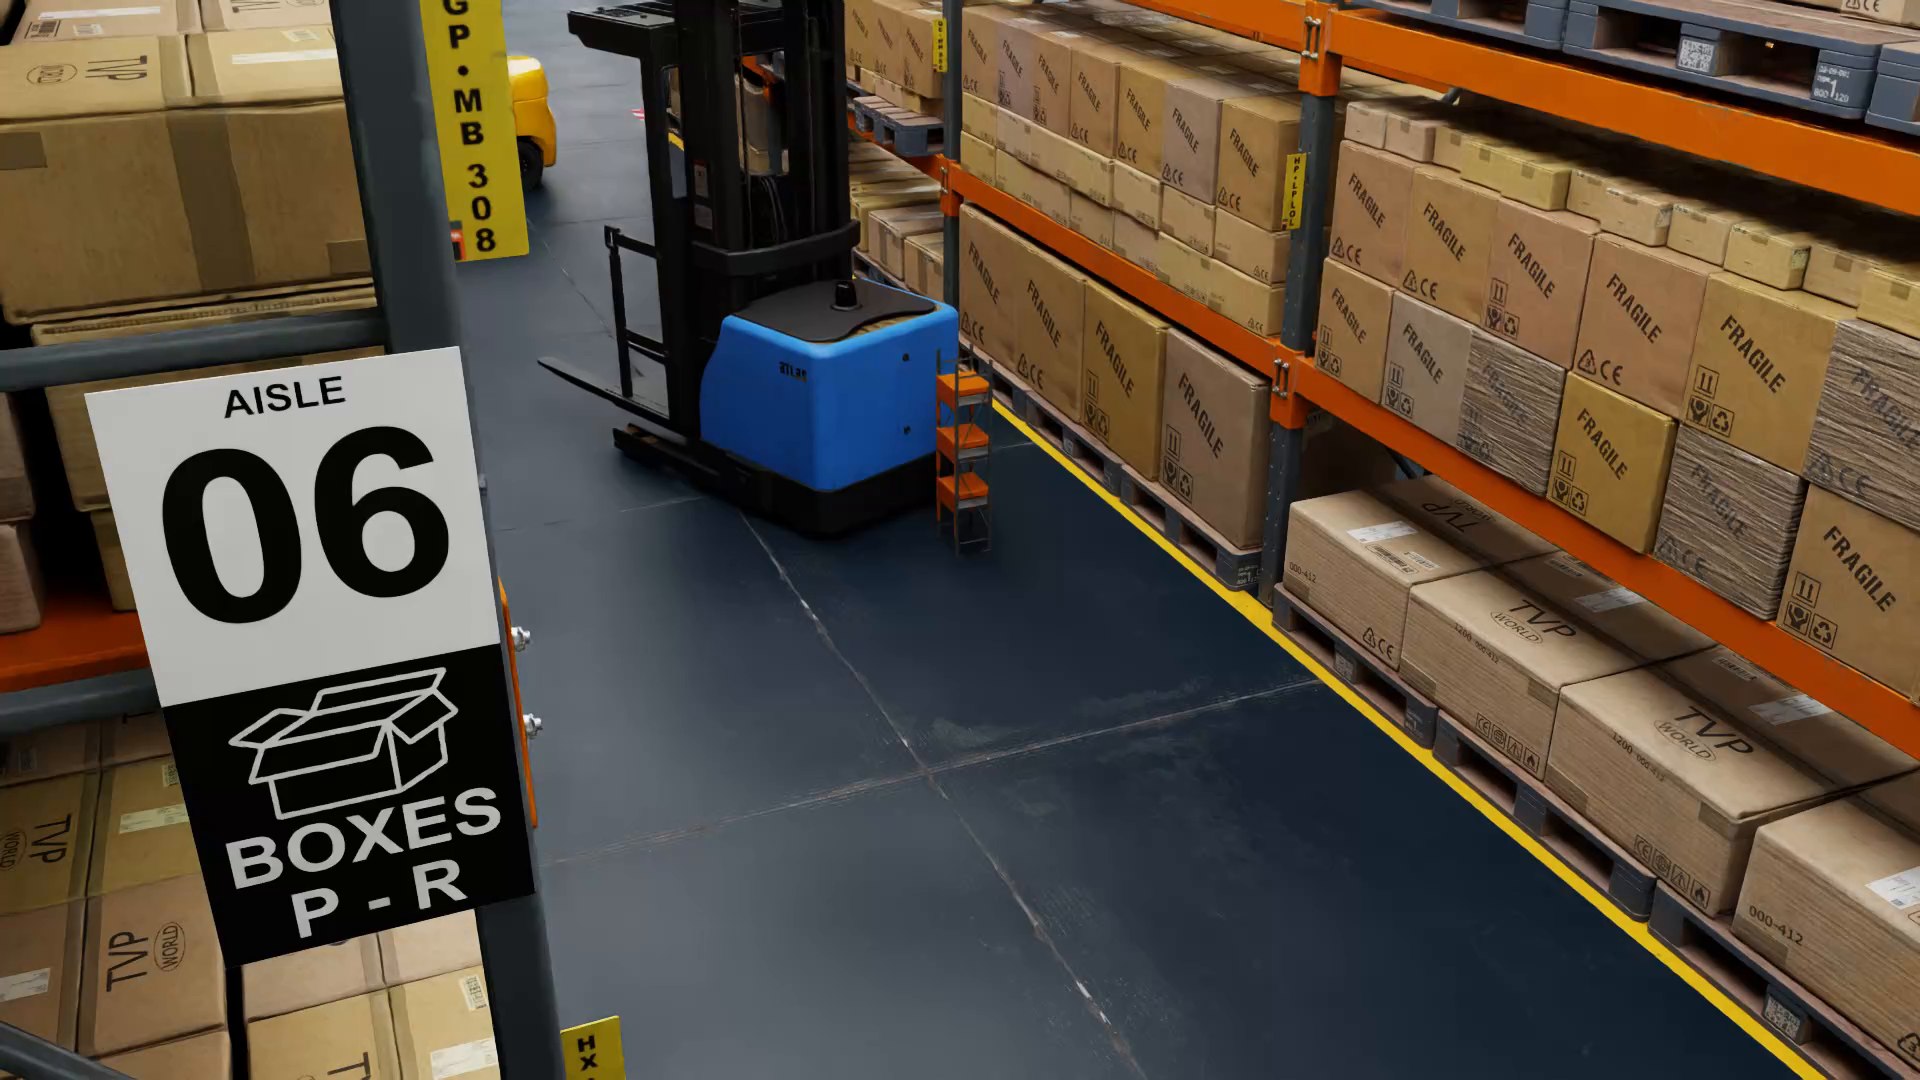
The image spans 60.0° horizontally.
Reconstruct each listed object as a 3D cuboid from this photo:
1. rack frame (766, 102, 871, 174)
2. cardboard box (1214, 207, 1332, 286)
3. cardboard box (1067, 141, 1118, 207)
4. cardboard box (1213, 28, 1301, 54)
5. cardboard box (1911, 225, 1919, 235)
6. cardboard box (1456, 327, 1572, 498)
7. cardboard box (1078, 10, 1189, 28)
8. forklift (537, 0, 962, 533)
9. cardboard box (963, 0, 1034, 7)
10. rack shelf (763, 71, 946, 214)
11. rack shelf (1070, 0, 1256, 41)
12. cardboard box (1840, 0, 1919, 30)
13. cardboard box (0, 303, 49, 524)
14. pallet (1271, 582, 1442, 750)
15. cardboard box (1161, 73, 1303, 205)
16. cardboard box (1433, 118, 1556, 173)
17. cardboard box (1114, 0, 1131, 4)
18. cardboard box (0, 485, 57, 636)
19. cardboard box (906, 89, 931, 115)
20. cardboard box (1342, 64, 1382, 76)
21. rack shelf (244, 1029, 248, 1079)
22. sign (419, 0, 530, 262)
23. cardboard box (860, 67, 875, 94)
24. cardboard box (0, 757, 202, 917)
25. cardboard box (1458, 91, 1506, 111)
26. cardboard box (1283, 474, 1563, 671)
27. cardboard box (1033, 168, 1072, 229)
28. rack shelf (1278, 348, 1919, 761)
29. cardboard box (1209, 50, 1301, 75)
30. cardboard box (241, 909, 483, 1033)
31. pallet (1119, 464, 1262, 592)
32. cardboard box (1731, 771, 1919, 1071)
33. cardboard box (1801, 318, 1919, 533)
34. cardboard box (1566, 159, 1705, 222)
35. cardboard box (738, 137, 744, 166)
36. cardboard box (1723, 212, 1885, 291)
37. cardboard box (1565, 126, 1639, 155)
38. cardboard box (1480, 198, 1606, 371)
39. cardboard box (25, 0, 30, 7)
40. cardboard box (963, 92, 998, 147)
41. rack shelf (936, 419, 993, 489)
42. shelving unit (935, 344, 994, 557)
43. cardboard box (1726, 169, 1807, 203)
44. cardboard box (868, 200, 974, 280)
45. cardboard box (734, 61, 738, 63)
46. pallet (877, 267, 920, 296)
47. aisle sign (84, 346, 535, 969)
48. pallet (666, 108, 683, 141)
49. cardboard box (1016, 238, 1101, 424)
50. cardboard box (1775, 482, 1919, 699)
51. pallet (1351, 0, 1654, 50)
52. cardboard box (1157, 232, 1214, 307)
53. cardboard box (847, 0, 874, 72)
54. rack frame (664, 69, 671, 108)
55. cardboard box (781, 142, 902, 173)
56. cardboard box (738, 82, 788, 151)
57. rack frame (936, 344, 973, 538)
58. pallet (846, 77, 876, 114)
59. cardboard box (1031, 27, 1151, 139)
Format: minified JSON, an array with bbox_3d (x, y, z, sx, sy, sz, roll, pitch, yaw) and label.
[{"bbox_3d":[-1.193,-4.345,14.230,1.000,3.000,0.127,-11,28,-21],"label":"rack frame"},{"bbox_3d":[1.543,-1.409,7.817,0.500,0.250,0.500,-11,28,-21],"label":"cardboard box"},{"bbox_3d":[0.916,-2.021,9.072,0.500,0.250,0.500,-10,28,-20],"label":"cardboard box"},{"bbox_3d":[3.140,-4.736,16.974,0.875,0.875,0.875,-10,28,-20],"label":"cardboard box"},{"bbox_3d":[3.186,-0.895,5.172,0.380,0.149,0.250,-10,28,-20],"label":"cardboard box"},{"bbox_3d":[2.264,-0.520,6.282,0.500,0.500,0.500,-10,28,-20],"label":"cardboard box"},{"bbox_3d":[1.025,-2.855,9.924,0.500,0.500,0.500,-10,28,-20],"label":"cardboard box"},{"bbox_3d":[-1.389,-1.899,9.298,3.031,2.935,1.130,24,35,39],"label":"forklift"},{"bbox_3d":[0.199,-3.528,11.625,0.500,0.500,0.500,-9,27,-18],"label":"cardboard box"},{"bbox_3d":[-0.410,-3.214,12.734,1.077,0.370,4.000,-11,28,-21],"label":"rack shelf"},{"bbox_3d":[2.538,-5.720,17.867,1.077,0.370,4.000,-11,28,-21],"label":"rack shelf"},{"bbox_3d":[2.966,-1.655,4.810,0.500,0.311,0.500,-10,28,-20],"label":"cardboard box"},{"bbox_3d":[-1.484,-0.193,2.139,0.500,0.250,0.500,-11,28,-22],"label":"cardboard box"},{"bbox_3d":[2.165,0.458,7.571,1.003,0.211,1.213,-11,28,-21],"label":"pallet"},{"bbox_3d":[1.324,-1.954,8.080,0.500,0.500,0.500,-10,28,-20],"label":"cardboard box"},{"bbox_3d":[2.078,-1.532,6.476,0.380,0.149,0.250,-11,28,-21],"label":"cardboard box"},{"bbox_3d":[2.082,-5.822,19.199,0.875,0.875,0.875,-10,28,-20],"label":"cardboard box"},{"bbox_3d":[-1.398,0.030,2.138,0.380,0.149,0.250,-10,28,-19],"label":"cardboard box"},{"bbox_3d":[-0.143,-2.993,11.270,0.380,0.149,0.250,-10,28,-20],"label":"cardboard box"},{"bbox_3d":[3.648,-4.179,15.975,1.050,0.750,0.750,-11,28,-21],"label":"cardboard box"},{"bbox_3d":[-1.843,0.870,4.369,1.077,0.370,4.000,-11,28,-21],"label":"rack shelf"},{"bbox_3d":[-0.561,-0.480,1.899,0.100,0.325,0.005,-11,28,-21],"label":"sign"},{"bbox_3d":[-0.495,-3.299,11.896,0.380,0.149,0.250,-10,28,-20],"label":"cardboard box"},{"bbox_3d":[-1.875,0.739,3.650,0.500,0.250,0.500,-10,28,-19],"label":"cardboard box"},{"bbox_3d":[2.353,-1.831,7.089,0.380,0.149,0.250,-11,28,-22],"label":"cardboard box"},{"bbox_3d":[2.087,0.119,7.528,0.875,0.438,0.875,-11,28,-21],"label":"cardboard box"},{"bbox_3d":[0.751,-2.005,9.608,0.500,0.250,0.500,-10,28,-19],"label":"cardboard box"},{"bbox_3d":[2.723,0.016,6.119,1.077,0.370,4.000,-11,28,-21],"label":"rack shelf"},{"bbox_3d":[1.613,-2.240,8.665,0.500,0.500,0.500,-11,28,-22],"label":"cardboard box"},{"bbox_3d":[-1.187,0.855,3.412,0.500,0.250,0.500,-10,28,-20],"label":"cardboard box"},{"bbox_3d":[1.568,-0.161,8.838,1.003,0.211,1.213,-11,28,-21],"label":"pallet"},{"bbox_3d":[3.155,1.213,5.288,0.875,0.438,0.875,-12,28,-22],"label":"cardboard box"},{"bbox_3d":[2.866,-0.354,4.803,0.500,0.500,0.500,-10,28,-20],"label":"cardboard box"},{"bbox_3d":[2.371,-1.222,5.841,0.380,0.149,0.250,-11,28,-21],"label":"cardboard box"},{"bbox_3d":[-1.890,-3.704,15.572,0.500,0.250,0.500,-11,28,-22],"label":"cardboard box"},{"bbox_3d":[2.631,-0.902,5.186,0.380,0.149,0.250,-10,28,-19],"label":"cardboard box"},{"bbox_3d":[2.561,-1.505,6.420,0.380,0.149,0.250,-11,28,-21],"label":"cardboard box"},{"bbox_3d":[2.285,-0.962,6.047,0.500,0.500,0.500,-10,28,-20],"label":"cardboard box"},{"bbox_3d":[-1.394,-0.916,3.051,0.500,0.250,0.500,-11,28,-21],"label":"cardboard box"},{"bbox_3d":[0.344,-2.640,10.340,0.500,0.250,0.500,-11,28,-21],"label":"cardboard box"},{"bbox_3d":[0.021,-0.441,8.480,0.215,0.259,0.240,-11,28,-21],"label":"rack shelf"},{"bbox_3d":[0.021,-0.450,8.475,0.215,1.050,0.252,-11,28,-21],"label":"shelving unit"},{"bbox_3d":[2.905,-1.208,5.812,0.380,0.149,0.250,-11,28,-21],"label":"cardboard box"},{"bbox_3d":[-0.135,-2.264,12.485,0.950,0.372,0.625,-11,28,-22],"label":"cardboard box"},{"bbox_3d":[-2.291,-4.453,16.252,0.500,0.500,0.500,-10,28,-20],"label":"cardboard box"},{"bbox_3d":[0.068,-1.793,12.181,1.003,0.211,1.213,-11,28,-21],"label":"pallet"},{"bbox_3d":[-0.763,0.163,2.034,0.394,0.787,0.004,-11,28,-21],"label":"aisle sign"},{"bbox_3d":[-2.445,-4.342,17.402,1.003,0.211,1.213,-11,28,-21],"label":"pallet"},{"bbox_3d":[0.913,-1.310,9.957,0.875,0.875,0.875,-10,28,-20],"label":"cardboard box"},{"bbox_3d":[2.891,0.100,5.012,0.500,0.500,0.500,-11,28,-22],"label":"cardboard box"},{"bbox_3d":[2.250,-2.091,6.296,1.003,0.211,1.213,-11,28,-21],"label":"pallet"},{"bbox_3d":[1.333,-1.391,8.352,0.500,0.250,0.500,-11,28,-21],"label":"cardboard box"},{"bbox_3d":[-0.472,-3.643,11.862,0.500,0.500,0.500,-13,29,-24],"label":"cardboard box"},{"bbox_3d":[-2.760,-5.960,17.537,1.000,3.000,0.127,-11,28,-21],"label":"rack frame"},{"bbox_3d":[-0.986,-3.141,14.281,0.950,0.372,0.625,-10,28,-20],"label":"cardboard box"},{"bbox_3d":[-1.672,-3.828,14.971,0.500,0.500,0.500,-11,28,-21],"label":"cardboard box"},{"bbox_3d":[-0.027,-0.499,8.576,0.200,1.050,0.008,-11,28,-21],"label":"rack frame"},{"bbox_3d":[-0.440,-3.436,12.587,1.003,0.211,1.213,-11,28,-21],"label":"pallet"},{"bbox_3d":[0.733,-2.573,9.347,0.500,0.500,0.500,-10,28,-19],"label":"cardboard box"}]
